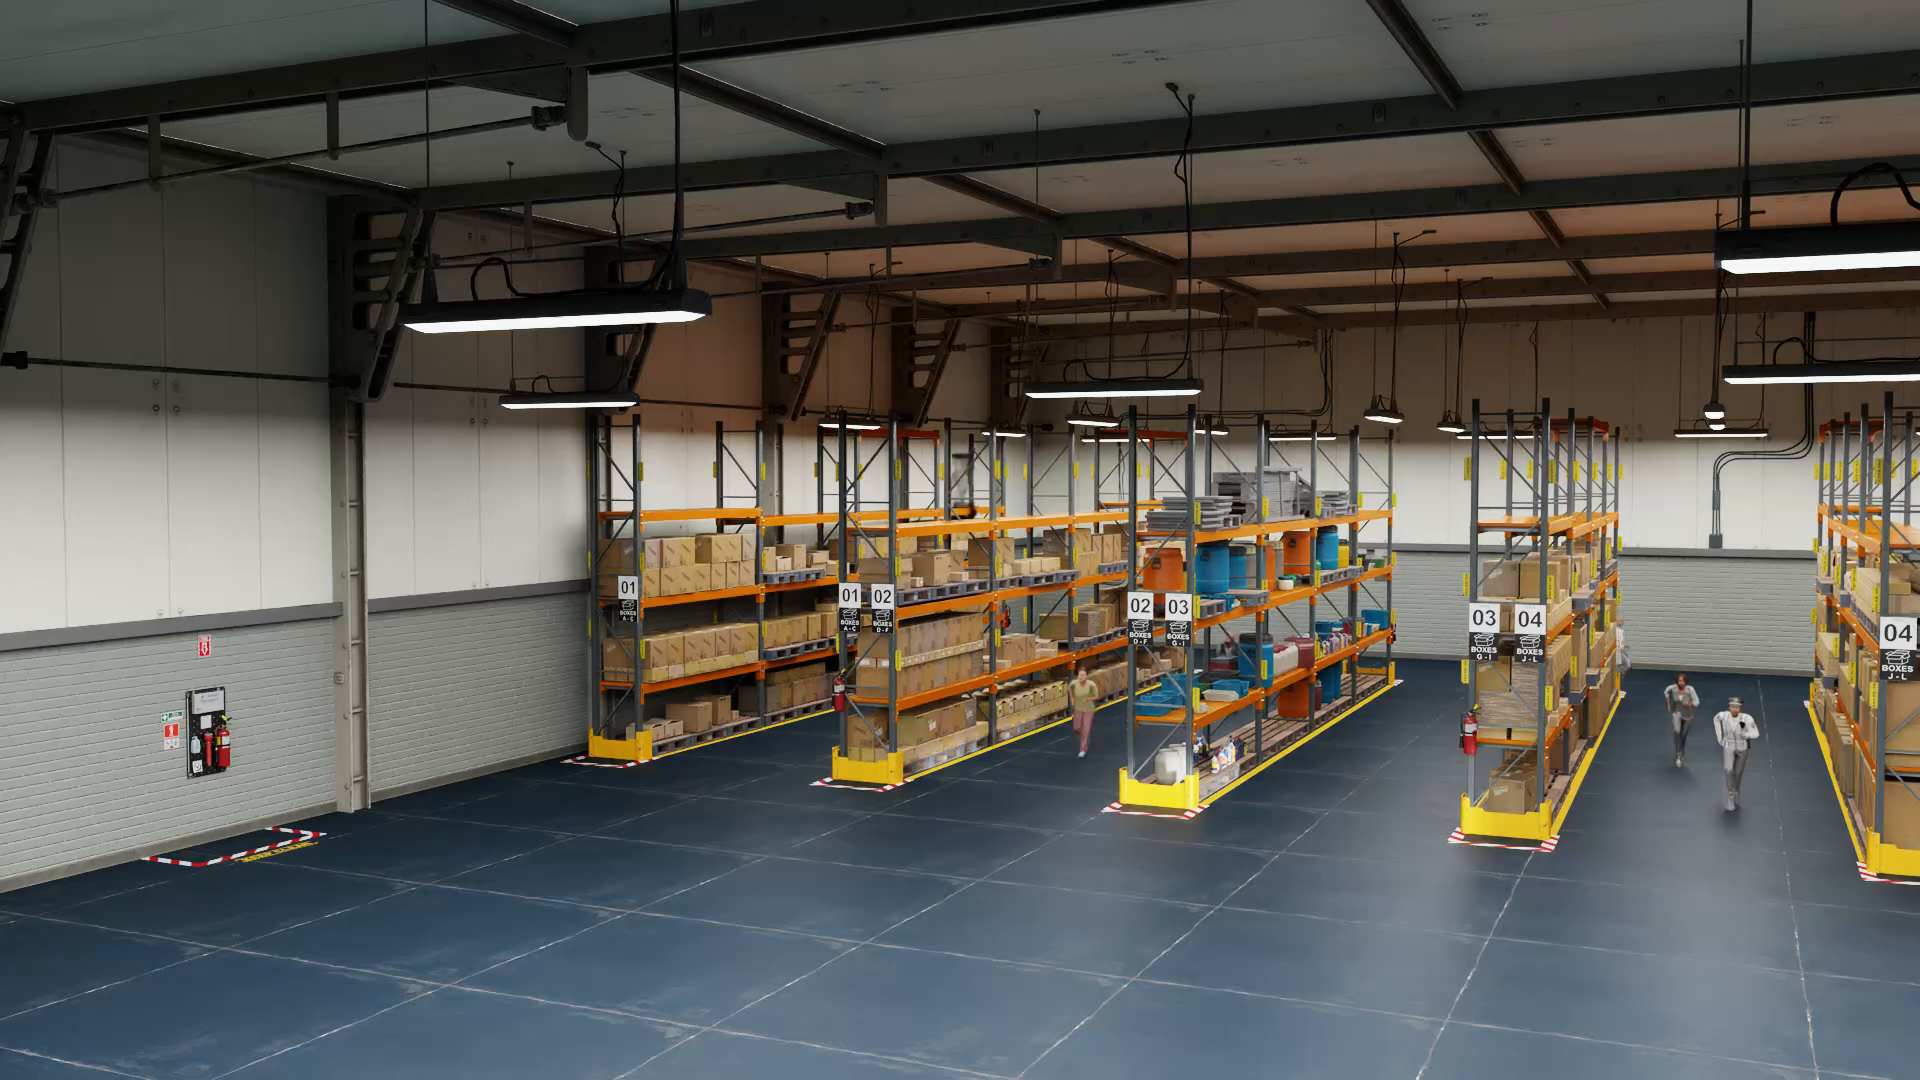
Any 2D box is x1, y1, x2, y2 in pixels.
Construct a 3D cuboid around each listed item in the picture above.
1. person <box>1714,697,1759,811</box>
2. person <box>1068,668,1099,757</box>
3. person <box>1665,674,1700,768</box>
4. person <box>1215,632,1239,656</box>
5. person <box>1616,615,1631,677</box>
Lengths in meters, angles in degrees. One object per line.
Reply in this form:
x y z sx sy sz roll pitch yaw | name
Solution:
11.582 3.159 24.851 0.591 1.695 0.903 1 3 23 | person
2.150 3.014 29.085 0.568 1.594 0.674 0 2 11 | person
12.319 3.061 28.395 0.535 1.580 0.887 1 2 20 | person
5.585 2.769 34.260 0.685 1.609 0.792 1 3 27 | person
15.022 2.579 38.188 0.684 1.707 0.735 2 3 35 | person
